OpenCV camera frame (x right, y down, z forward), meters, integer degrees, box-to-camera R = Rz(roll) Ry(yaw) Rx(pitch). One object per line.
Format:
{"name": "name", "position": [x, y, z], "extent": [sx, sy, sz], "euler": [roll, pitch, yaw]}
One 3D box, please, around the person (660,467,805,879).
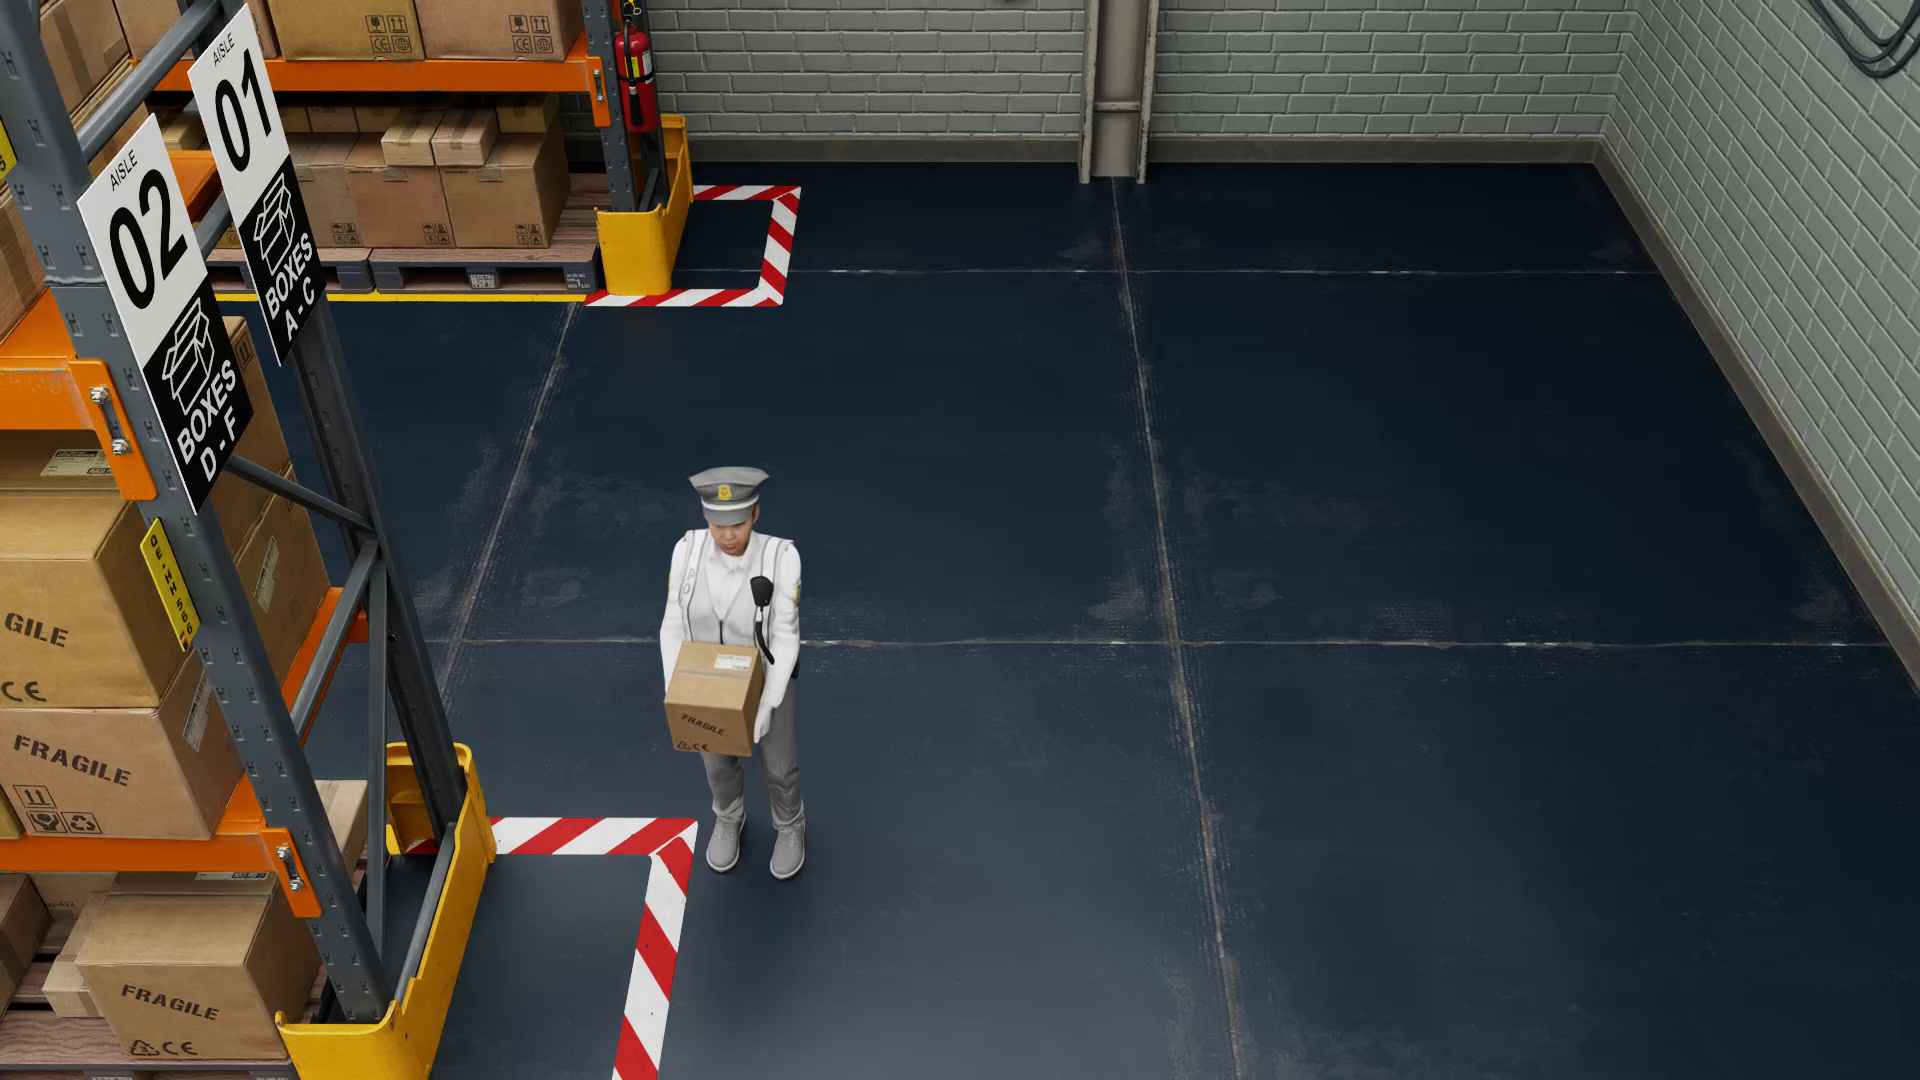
{"name": "person", "position": [-0.747, 0.505, 5.533], "extent": [0.459, 1.688, 0.543], "euler": [5, 40, 6]}
